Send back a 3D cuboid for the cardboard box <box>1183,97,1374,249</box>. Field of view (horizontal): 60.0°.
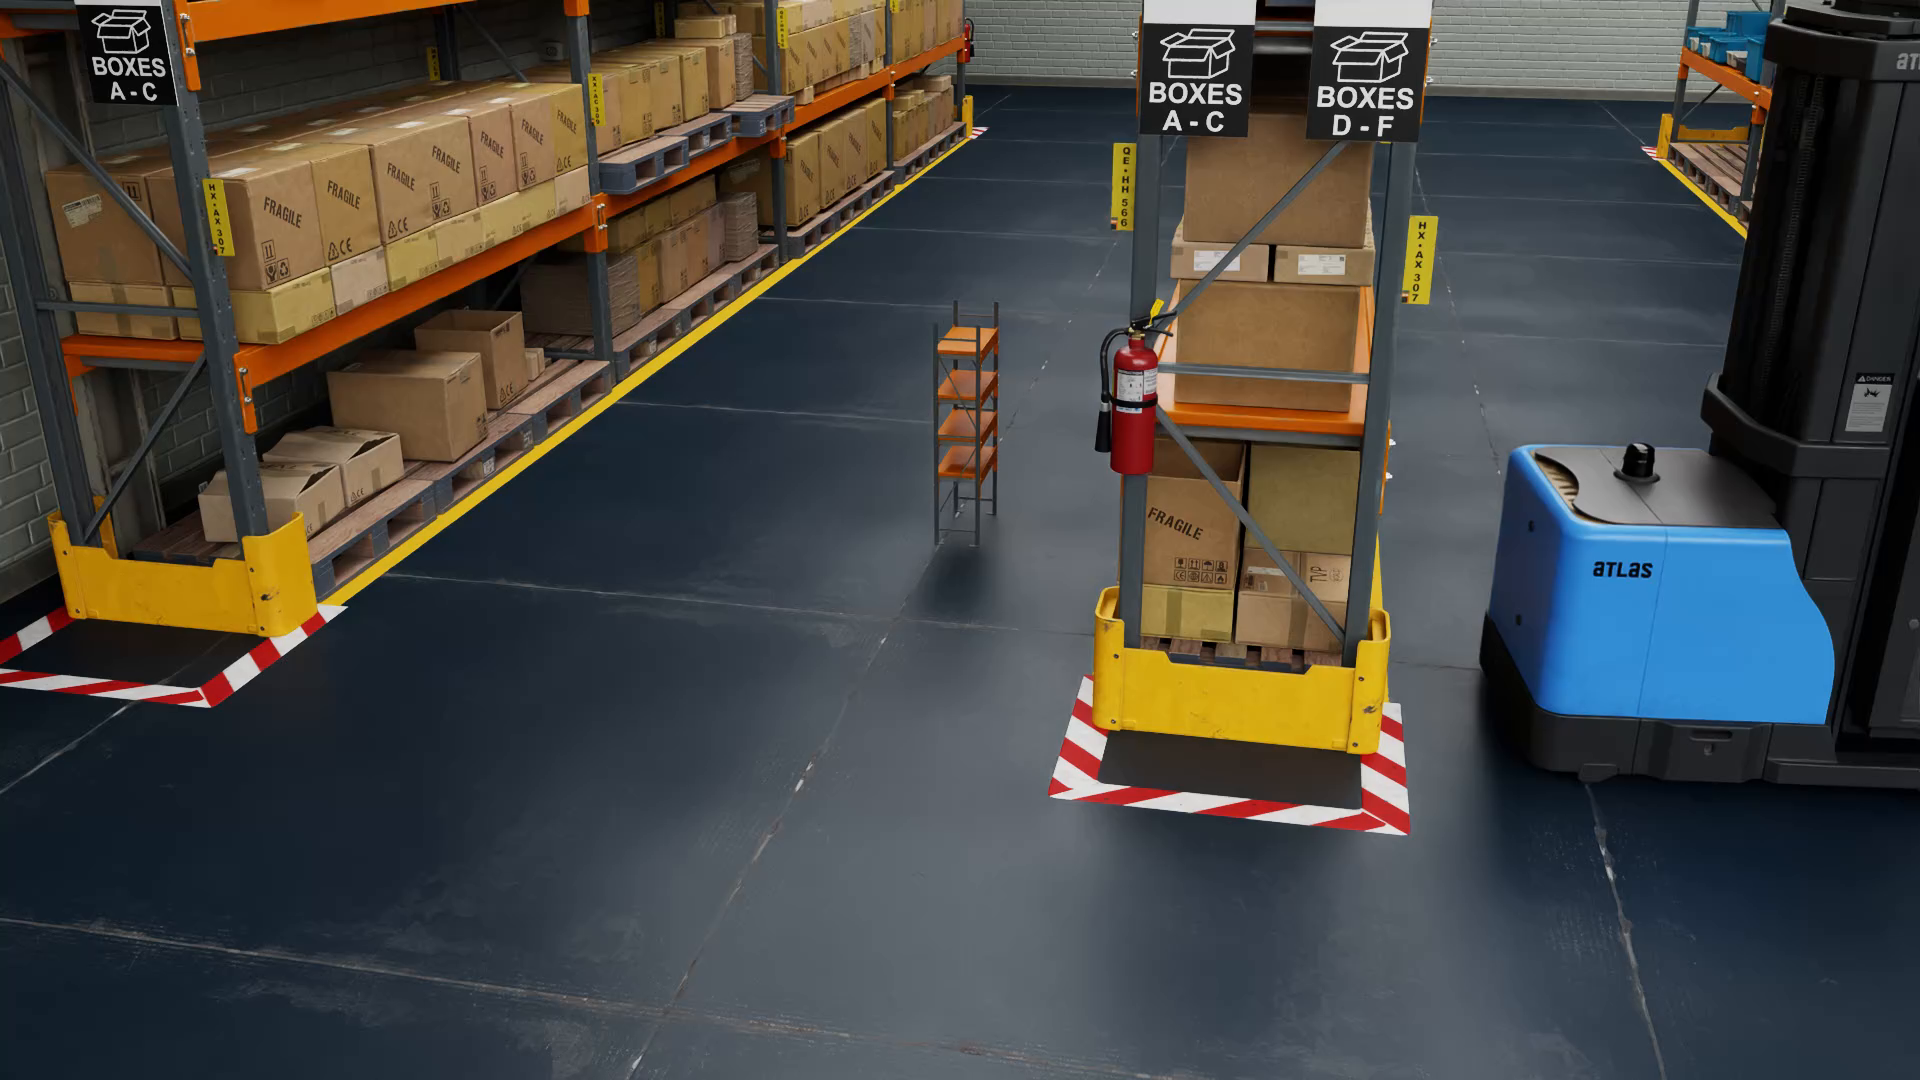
[{"bbox_3d":[1.272,-1.475,6.631,0.700,0.500,0.500,5,22,11],"label":"cardboard box"}]

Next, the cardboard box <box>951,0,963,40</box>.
[{"bbox_3d":[-0.526,-6.818,21.365,0.980,0.700,0.700,5,23,13],"label":"cardboard box"}]

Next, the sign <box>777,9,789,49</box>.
[{"bbox_3d":[-1.531,-4.403,14.326,0.100,0.325,0.005,4,22,11],"label":"sign"}]

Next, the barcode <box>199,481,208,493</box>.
[{"bbox_3d":[-3.856,-0.259,8.479,0.001,0.075,0.075,4,22,11],"label":"barcode"}]

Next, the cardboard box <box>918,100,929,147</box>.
[{"bbox_3d":[-0.783,-5.075,20.223,0.700,0.500,0.500,5,22,12],"label":"cardboard box"}]

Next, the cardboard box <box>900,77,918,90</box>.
[{"bbox_3d":[-0.750,-5.814,21.190,0.380,0.149,0.250,5,22,11],"label":"cardboard box"}]

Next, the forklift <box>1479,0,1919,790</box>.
[{"bbox_3d":[3.762,-0.550,6.296,3.031,2.935,1.130,2,22,4],"label":"forklift"}]

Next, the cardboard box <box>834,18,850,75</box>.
[{"bbox_3d":[-1.398,-4.855,16.335,0.500,0.500,0.500,5,22,12],"label":"cardboard box"}]

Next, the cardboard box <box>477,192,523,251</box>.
[{"bbox_3d":[-2.878,-1.854,9.616,0.500,0.250,0.500,4,22,11],"label":"cardboard box"}]

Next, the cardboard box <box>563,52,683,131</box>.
[{"bbox_3d":[-2.519,-3.358,12.454,0.700,0.500,0.500,8,23,18],"label":"cardboard box"}]

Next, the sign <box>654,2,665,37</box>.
[{"bbox_3d":[-2.609,-4.518,14.507,0.100,0.325,0.005,4,22,11],"label":"sign"}]

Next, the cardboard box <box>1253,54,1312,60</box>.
[{"bbox_3d":[1.680,-2.218,8.476,0.700,0.500,0.500,4,22,11],"label":"cardboard box"}]

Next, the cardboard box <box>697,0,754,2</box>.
[{"bbox_3d":[-2.117,-4.856,15.334,0.500,0.250,0.500,4,22,9],"label":"cardboard box"}]

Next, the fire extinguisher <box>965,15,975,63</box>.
[{"bbox_3d":[0.050,-6.677,22.020,0.296,0.674,0.183,4,22,11],"label":"fire extinguisher"}]

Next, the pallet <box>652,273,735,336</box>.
[{"bbox_3d":[-2.477,-1.916,13.329,1.003,0.211,1.213,4,22,11],"label":"pallet"}]

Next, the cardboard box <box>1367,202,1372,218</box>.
[{"bbox_3d":[1.601,-1.392,7.294,0.380,0.149,0.250,4,22,10],"label":"cardboard box"}]

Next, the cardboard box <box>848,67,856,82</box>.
[{"bbox_3d":[-1.277,-4.780,17.016,0.380,0.149,0.250,4,22,11],"label":"cardboard box"}]

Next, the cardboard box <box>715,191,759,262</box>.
[{"bbox_3d":[-2.160,-2.717,14.343,0.700,0.500,0.500,5,22,12],"label":"cardboard box"}]

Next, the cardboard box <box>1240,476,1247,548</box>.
[{"bbox_3d":[1.164,-0.143,8.312,0.500,0.250,0.500,4,22,11],"label":"cardboard box"}]

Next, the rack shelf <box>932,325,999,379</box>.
[{"bbox_3d":[0.034,-0.982,8.633,0.258,0.148,0.480,4,22,11],"label":"rack shelf"}]

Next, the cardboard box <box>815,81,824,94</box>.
[{"bbox_3d":[-1.535,-4.408,16.094,0.380,0.149,0.250,5,22,12],"label":"cardboard box"}]

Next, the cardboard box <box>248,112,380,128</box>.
[{"bbox_3d":[-3.492,-2.047,9.092,0.500,0.500,0.500,5,22,12],"label":"cardboard box"}]

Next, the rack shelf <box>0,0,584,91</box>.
[{"bbox_3d":[-3.289,-2.804,8.747,1.077,0.370,4.000,4,22,11],"label":"rack shelf"}]

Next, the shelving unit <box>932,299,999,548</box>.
[{"bbox_3d":[0.034,-0.617,8.780,0.258,1.200,0.503,4,22,11],"label":"shelving unit"}]

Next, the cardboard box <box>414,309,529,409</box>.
[{"bbox_3d":[-3.053,-1.139,10.424,0.500,0.500,0.500,3,22,7],"label":"cardboard box"}]

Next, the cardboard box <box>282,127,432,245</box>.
[{"bbox_3d":[-3.083,-1.822,8.533,0.500,0.500,0.500,4,22,9],"label":"cardboard box"}]

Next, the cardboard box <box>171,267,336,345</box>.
[{"bbox_3d":[-3.287,-1.108,7.764,0.500,0.250,0.500,4,22,9],"label":"cardboard box"}]

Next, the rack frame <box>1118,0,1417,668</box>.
[{"bbox_3d":[1.153,-0.638,6.423,1.000,3.000,0.127,4,22,11],"label":"rack frame"}]

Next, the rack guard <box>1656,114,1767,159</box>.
[{"bbox_3d":[9.259,-4.961,20.502,1.175,0.500,0.348,4,22,11],"label":"rack guard"}]

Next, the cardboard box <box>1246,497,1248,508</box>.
[{"bbox_3d":[1.670,-0.451,8.074,0.500,0.500,0.500,4,22,11],"label":"cardboard box"}]

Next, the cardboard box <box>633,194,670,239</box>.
[{"bbox_3d":[-2.558,-2.492,12.779,0.500,0.250,0.500,4,22,9],"label":"cardboard box"}]

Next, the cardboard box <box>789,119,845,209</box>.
[{"bbox_3d":[-1.601,-3.717,16.382,0.750,0.750,0.750,4,22,11],"label":"cardboard box"}]

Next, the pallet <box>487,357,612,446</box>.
[{"bbox_3d":[-2.983,-0.935,10.894,1.003,0.211,1.213,4,22,11],"label":"pallet"}]

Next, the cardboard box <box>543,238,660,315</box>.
[{"bbox_3d":[-2.691,-1.985,12.524,0.700,0.500,0.500,4,22,10],"label":"cardboard box"}]

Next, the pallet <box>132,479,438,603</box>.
[{"bbox_3d":[-3.481,-0.043,8.678,1.003,0.211,1.213,4,22,11],"label":"pallet"}]

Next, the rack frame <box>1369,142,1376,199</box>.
[{"bbox_3d":[1.969,-2.101,10.055,1.000,3.000,0.127,4,22,11],"label":"rack frame"}]

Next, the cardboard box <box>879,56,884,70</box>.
[{"bbox_3d":[-1.040,-5.151,17.937,0.380,0.149,0.250,5,22,11],"label":"cardboard box"}]

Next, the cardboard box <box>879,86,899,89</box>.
[{"bbox_3d":[-0.956,-5.443,20.269,0.380,0.149,0.250,4,22,10],"label":"cardboard box"}]

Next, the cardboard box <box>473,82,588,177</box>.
[{"bbox_3d":[-2.674,-2.568,10.386,0.500,0.500,0.500,4,22,11],"label":"cardboard box"}]

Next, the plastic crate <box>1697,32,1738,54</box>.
[{"bbox_3d":[8.759,-5.755,19.272,0.416,0.233,0.300,4,22,11],"label":"plastic crate"}]

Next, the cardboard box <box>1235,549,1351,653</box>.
[{"bbox_3d":[1.480,0.263,7.303,0.500,0.250,0.500,4,22,11],"label":"cardboard box"}]

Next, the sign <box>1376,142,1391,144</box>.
[{"bbox_3d":[2.513,-2.498,9.775,0.100,0.325,0.005,4,22,11],"label":"sign"}]

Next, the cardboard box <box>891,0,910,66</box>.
[{"bbox_3d":[-1.122,-5.739,18.688,0.980,0.700,0.700,5,22,12],"label":"cardboard box"}]

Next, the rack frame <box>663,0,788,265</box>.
[{"bbox_3d":[-2.065,-3.940,14.622,1.000,3.000,0.127,4,22,11],"label":"rack frame"}]

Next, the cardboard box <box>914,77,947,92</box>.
[{"bbox_3d":[-0.376,-5.784,21.116,0.380,0.149,0.250,5,22,12],"label":"cardboard box"}]

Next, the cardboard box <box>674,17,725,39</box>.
[{"bbox_3d":[-2.157,-4.244,13.786,0.380,0.149,0.250,1,22,2],"label":"cardboard box"}]

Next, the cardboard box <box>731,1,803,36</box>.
[{"bbox_3d":[-1.714,-4.639,14.793,0.500,0.250,0.500,5,22,12],"label":"cardboard box"}]

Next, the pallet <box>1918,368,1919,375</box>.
[{"bbox_3d":[7.187,-1.166,11.467,1.003,0.211,1.213,4,22,11],"label":"pallet"}]

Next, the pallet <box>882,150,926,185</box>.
[{"bbox_3d":[-1.017,-4.382,19.451,1.003,0.211,1.213,4,22,11],"label":"pallet"}]

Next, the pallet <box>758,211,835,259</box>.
[{"bbox_3d":[-1.830,-2.929,15.844,1.003,0.211,1.213,4,22,11],"label":"pallet"}]

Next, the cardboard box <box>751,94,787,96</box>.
[{"bbox_3d":[-1.771,-3.936,14.920,0.380,0.149,0.250,4,22,10],"label":"cardboard box"}]

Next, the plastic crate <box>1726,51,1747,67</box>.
[{"bbox_3d":[8.511,-5.213,18.055,0.293,0.136,0.466,4,22,11],"label":"plastic crate"}]

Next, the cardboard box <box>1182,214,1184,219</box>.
[{"bbox_3d":[1.149,-1.329,7.136,0.380,0.149,0.250,4,22,10],"label":"cardboard box"}]

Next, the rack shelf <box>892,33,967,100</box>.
[{"bbox_3d":[-0.840,-5.801,20.205,1.077,0.370,4.000,4,22,11],"label":"rack shelf"}]
